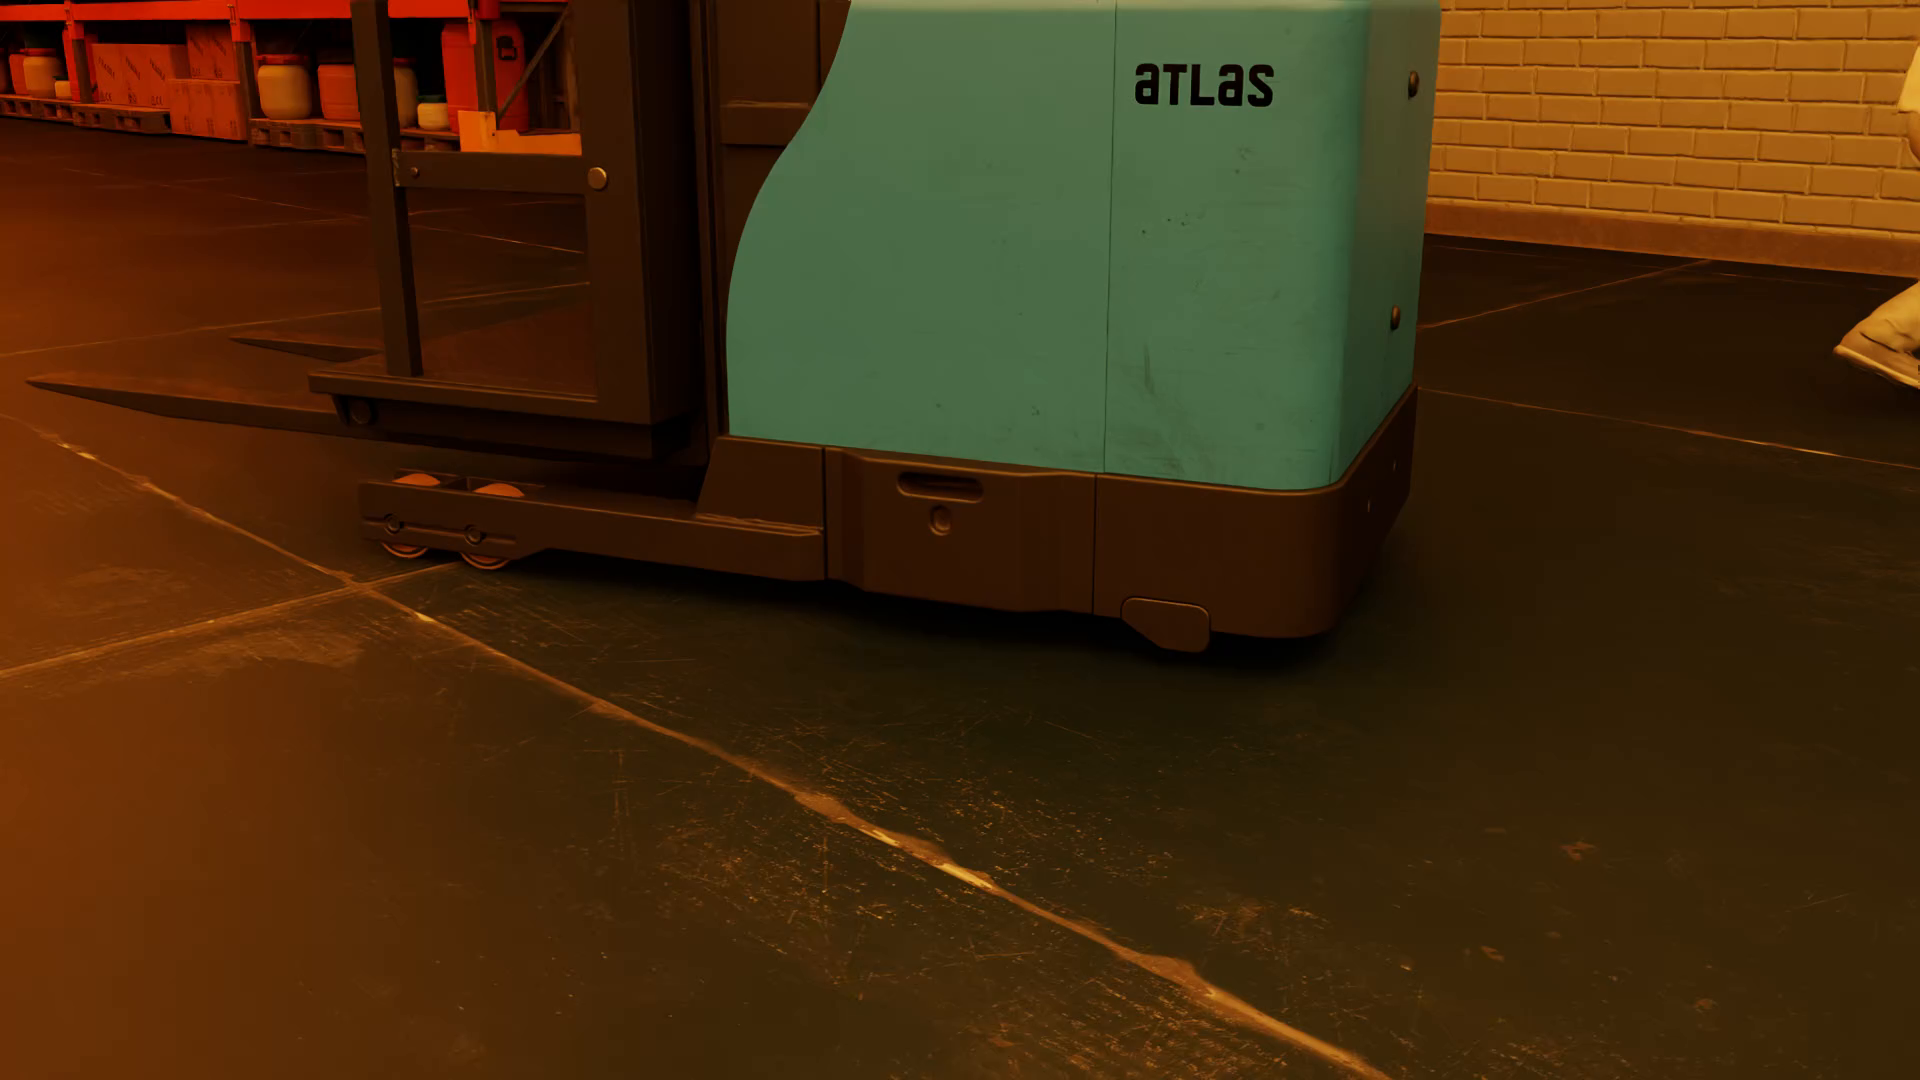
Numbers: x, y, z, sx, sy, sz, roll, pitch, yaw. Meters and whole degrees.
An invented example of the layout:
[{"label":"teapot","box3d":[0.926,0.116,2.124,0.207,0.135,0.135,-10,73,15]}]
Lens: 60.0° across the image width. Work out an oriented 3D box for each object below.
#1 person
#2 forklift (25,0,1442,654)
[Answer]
[{"label":"person","box3d":[2.744,-1.073,4.136,0.867,1.637,0.887,12,21,33]},{"label":"forklift","box3d":[-0.632,-1.477,3.212,3.031,2.935,1.130,7,18,21]}]
